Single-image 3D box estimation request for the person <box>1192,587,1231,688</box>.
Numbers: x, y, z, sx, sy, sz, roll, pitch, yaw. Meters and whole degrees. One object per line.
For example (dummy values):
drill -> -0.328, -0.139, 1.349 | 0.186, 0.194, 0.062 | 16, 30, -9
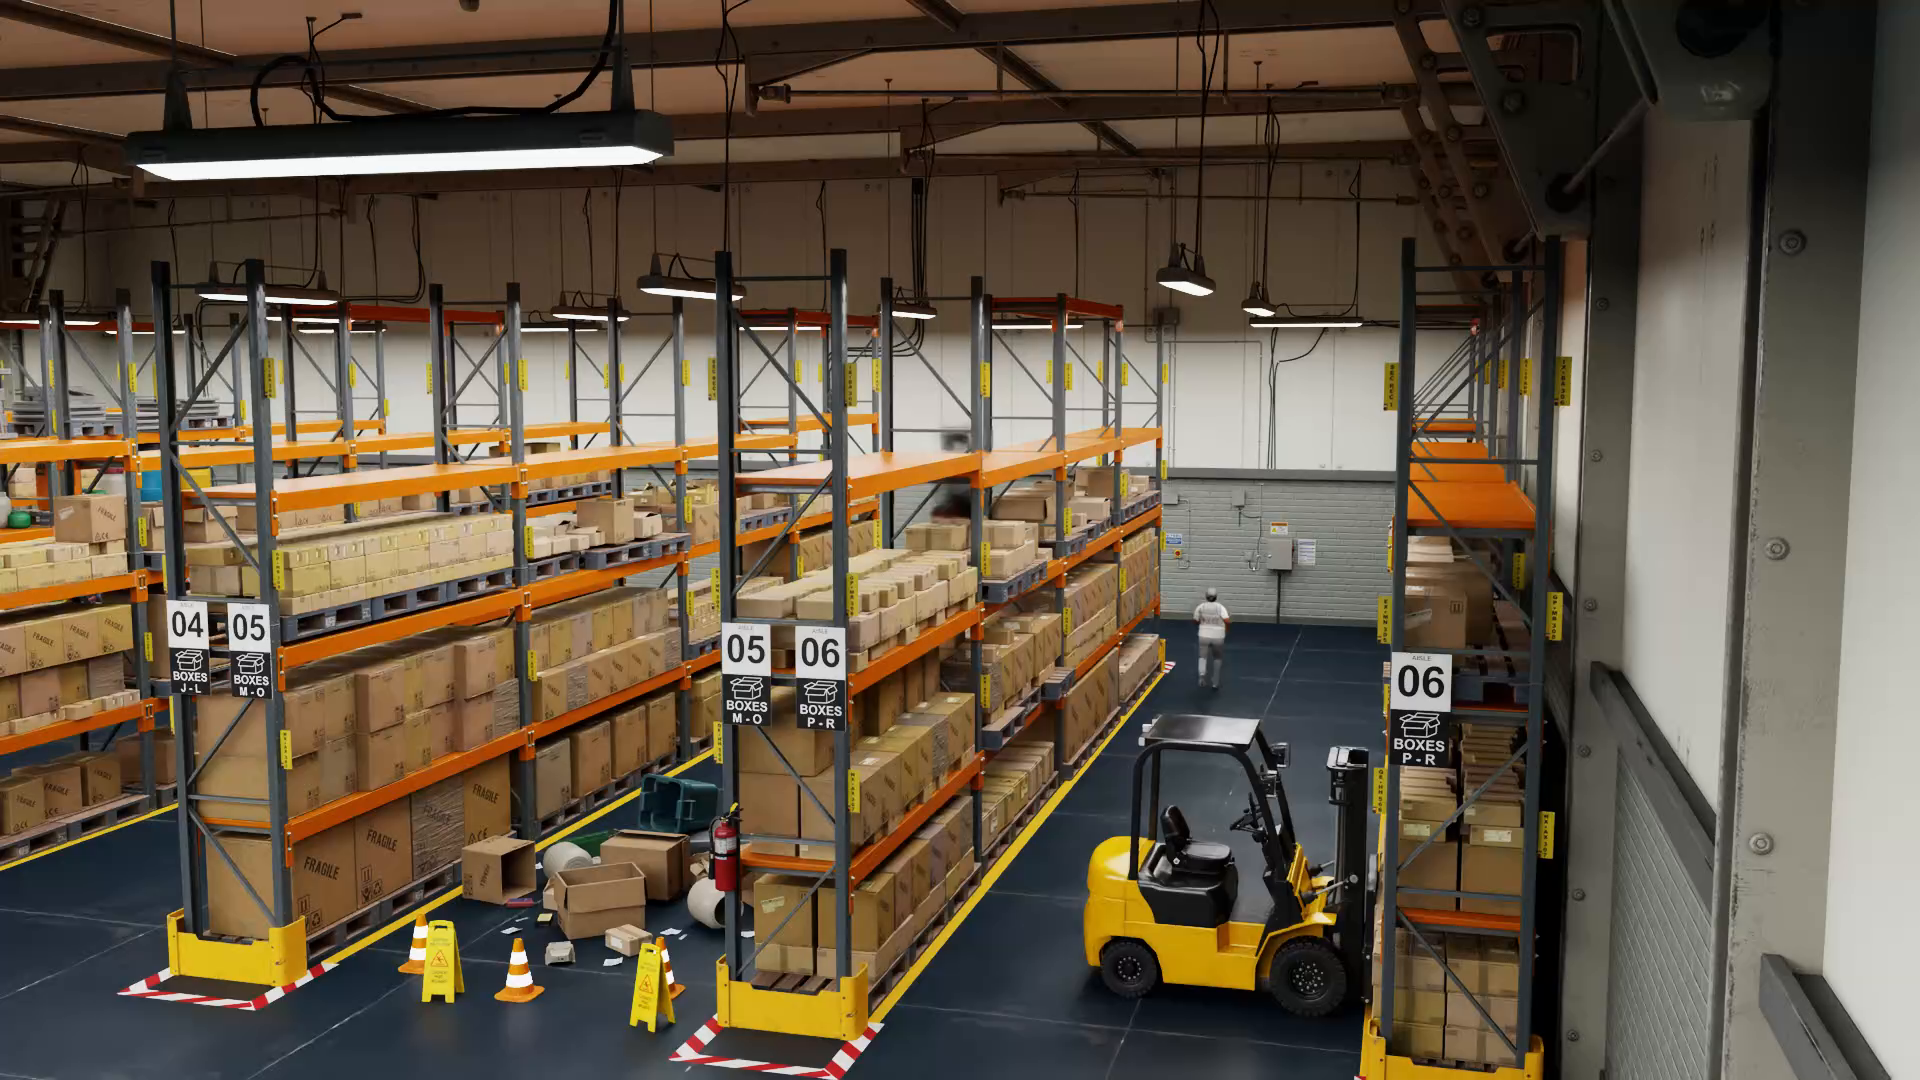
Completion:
person -> 3.991, 1.562, 26.386 | 0.621, 1.636, 0.788 | 2, 6, 14
